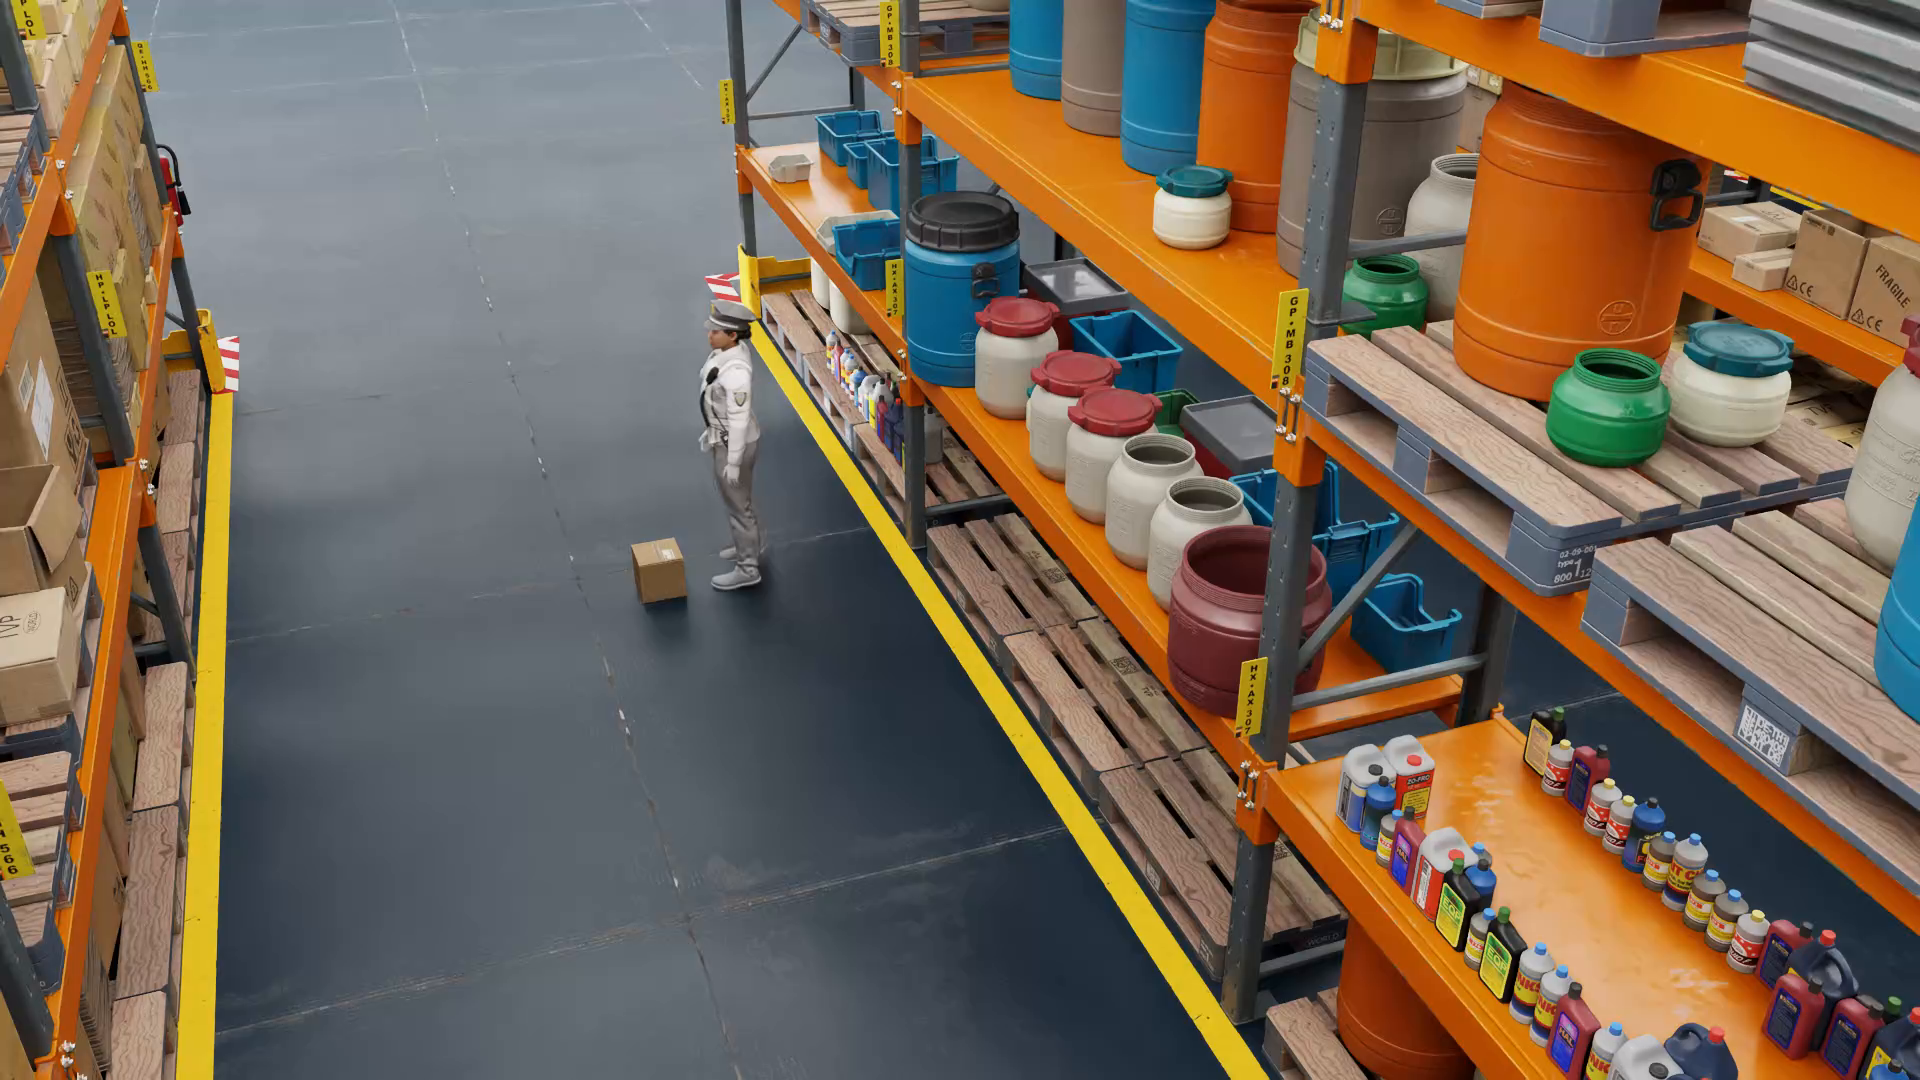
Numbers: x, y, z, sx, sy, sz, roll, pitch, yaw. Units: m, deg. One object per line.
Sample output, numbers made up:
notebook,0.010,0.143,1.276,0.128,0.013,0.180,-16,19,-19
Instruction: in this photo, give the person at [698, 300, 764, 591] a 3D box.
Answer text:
person,-1.270,-0.528,9.227,0.361,1.727,0.551,-6,31,-10
